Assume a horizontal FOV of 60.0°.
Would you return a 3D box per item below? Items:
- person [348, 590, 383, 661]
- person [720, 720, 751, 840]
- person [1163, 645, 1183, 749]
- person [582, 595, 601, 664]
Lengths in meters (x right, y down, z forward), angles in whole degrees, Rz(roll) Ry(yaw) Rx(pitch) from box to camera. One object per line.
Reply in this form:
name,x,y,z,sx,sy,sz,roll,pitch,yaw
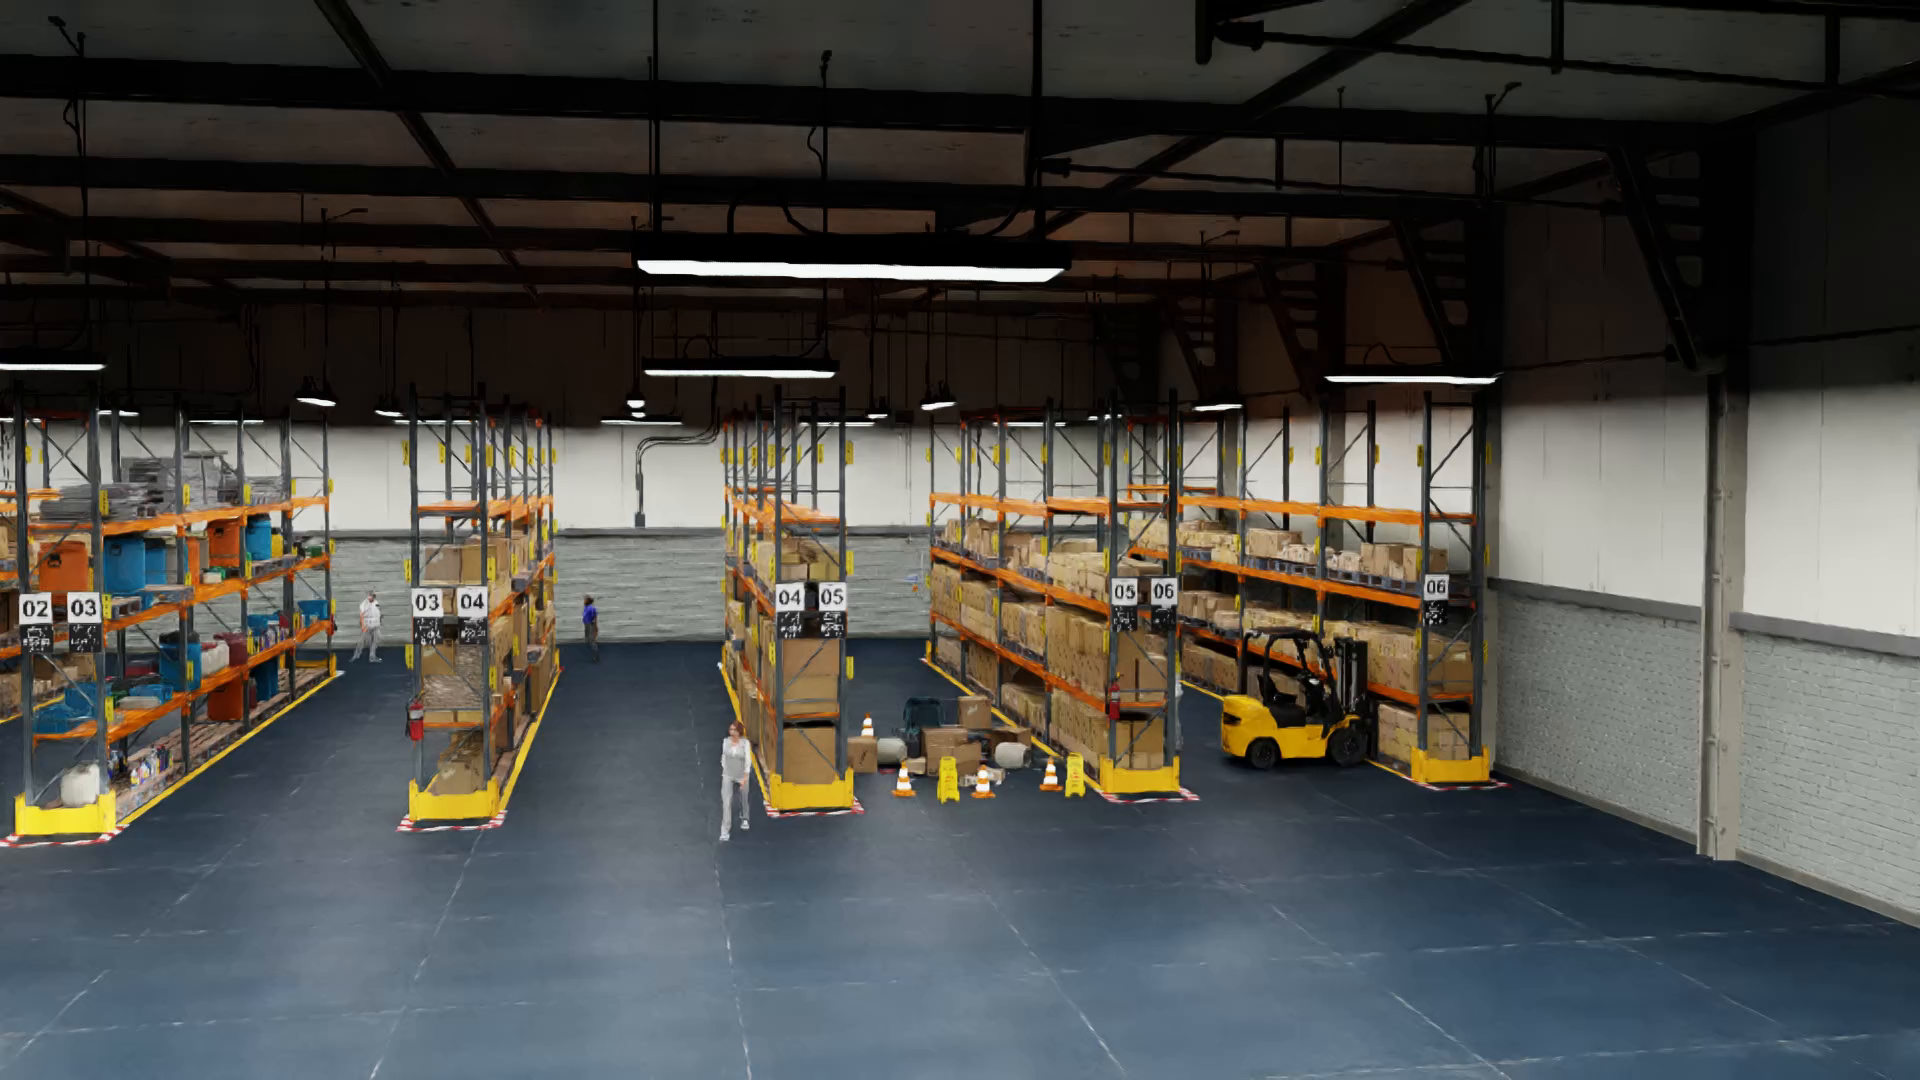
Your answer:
person,-14.488,2.084,40.492,0.536,1.746,0.741,2,4,35
person,-2.931,3.114,21.822,0.408,1.533,0.961,0,3,-2
person,3.568,2.662,28.449,0.580,1.763,0.673,1,3,22
person,-8.863,2.140,40.000,0.367,1.652,0.557,-2,4,-38
